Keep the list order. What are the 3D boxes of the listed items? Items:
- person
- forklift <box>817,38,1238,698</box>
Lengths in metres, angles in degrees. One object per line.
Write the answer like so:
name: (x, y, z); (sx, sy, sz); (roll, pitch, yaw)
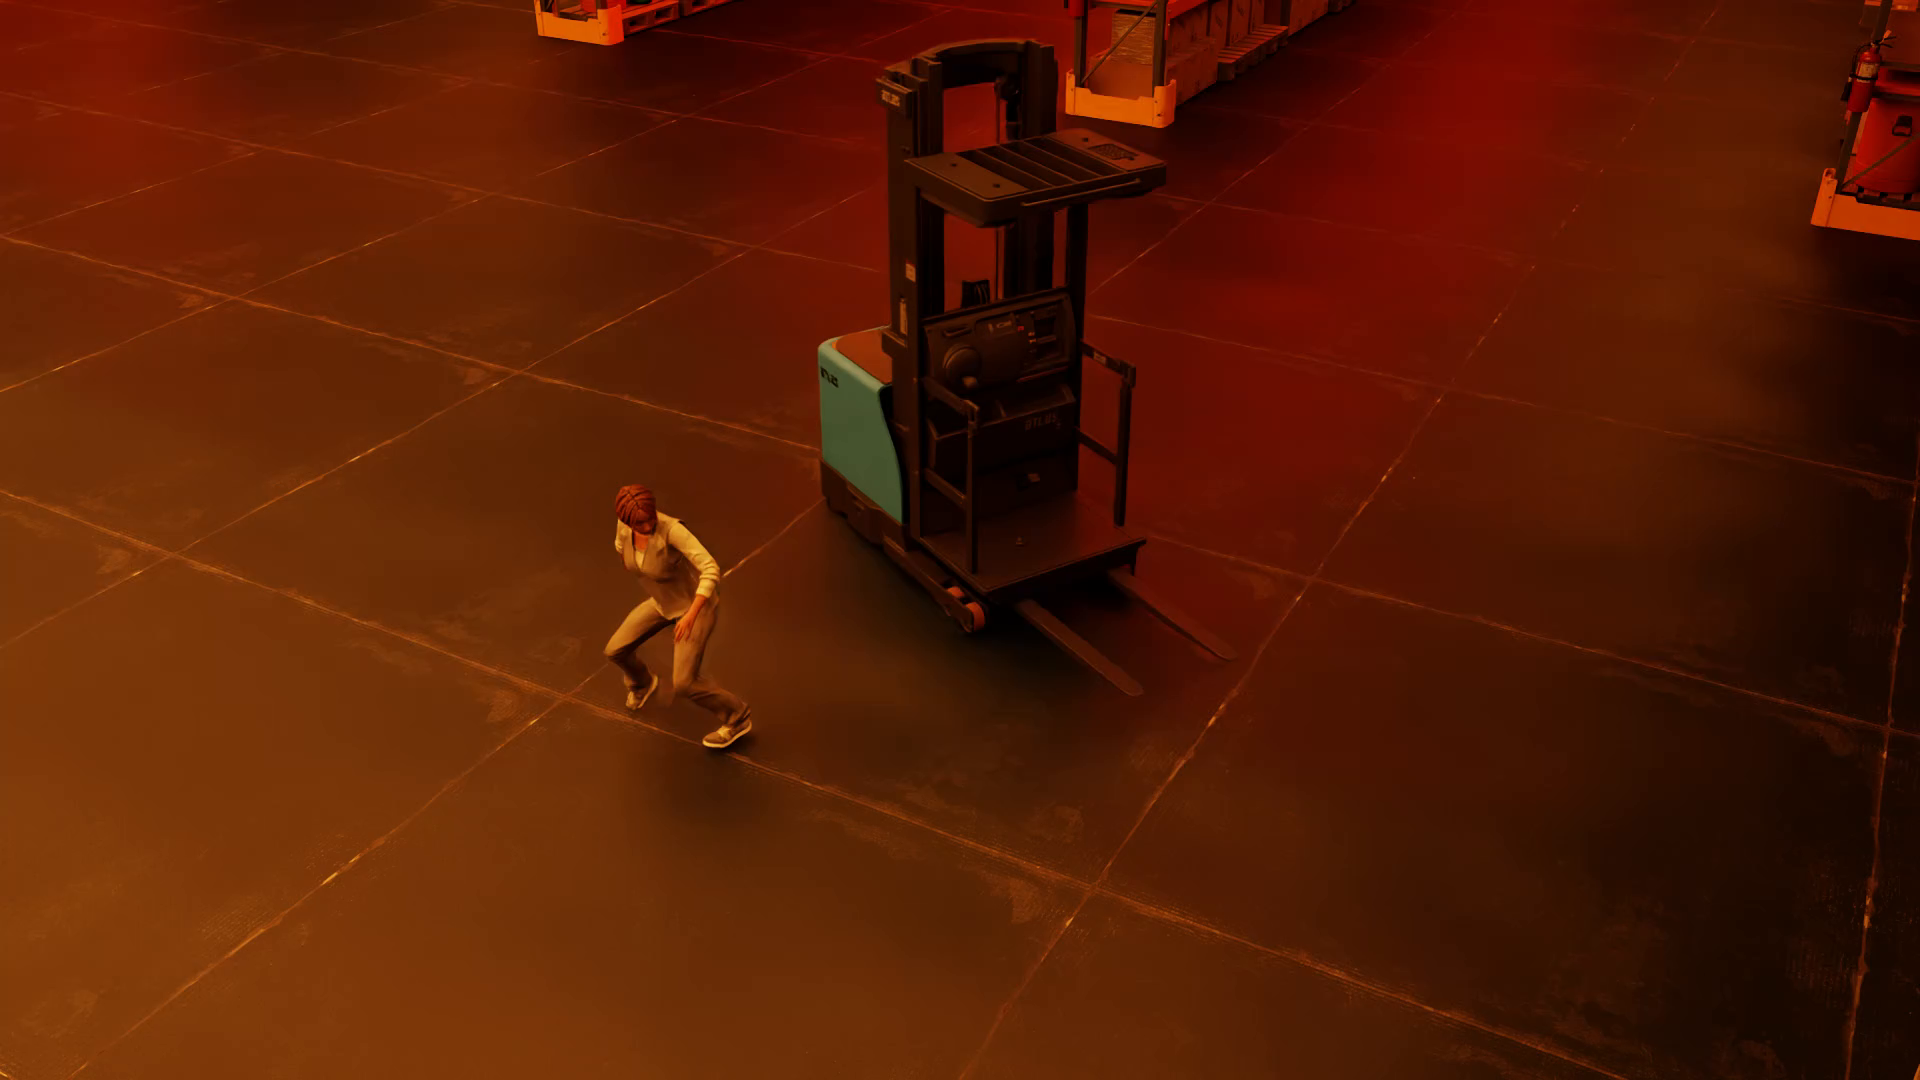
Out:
person: (-1.451, 0.352, 8.021); (0.888, 1.508, 0.503); (22, 37, 33)
forklift: (0.341, -1.029, 8.853); (1.130, 2.935, 3.031); (-17, 34, -27)
